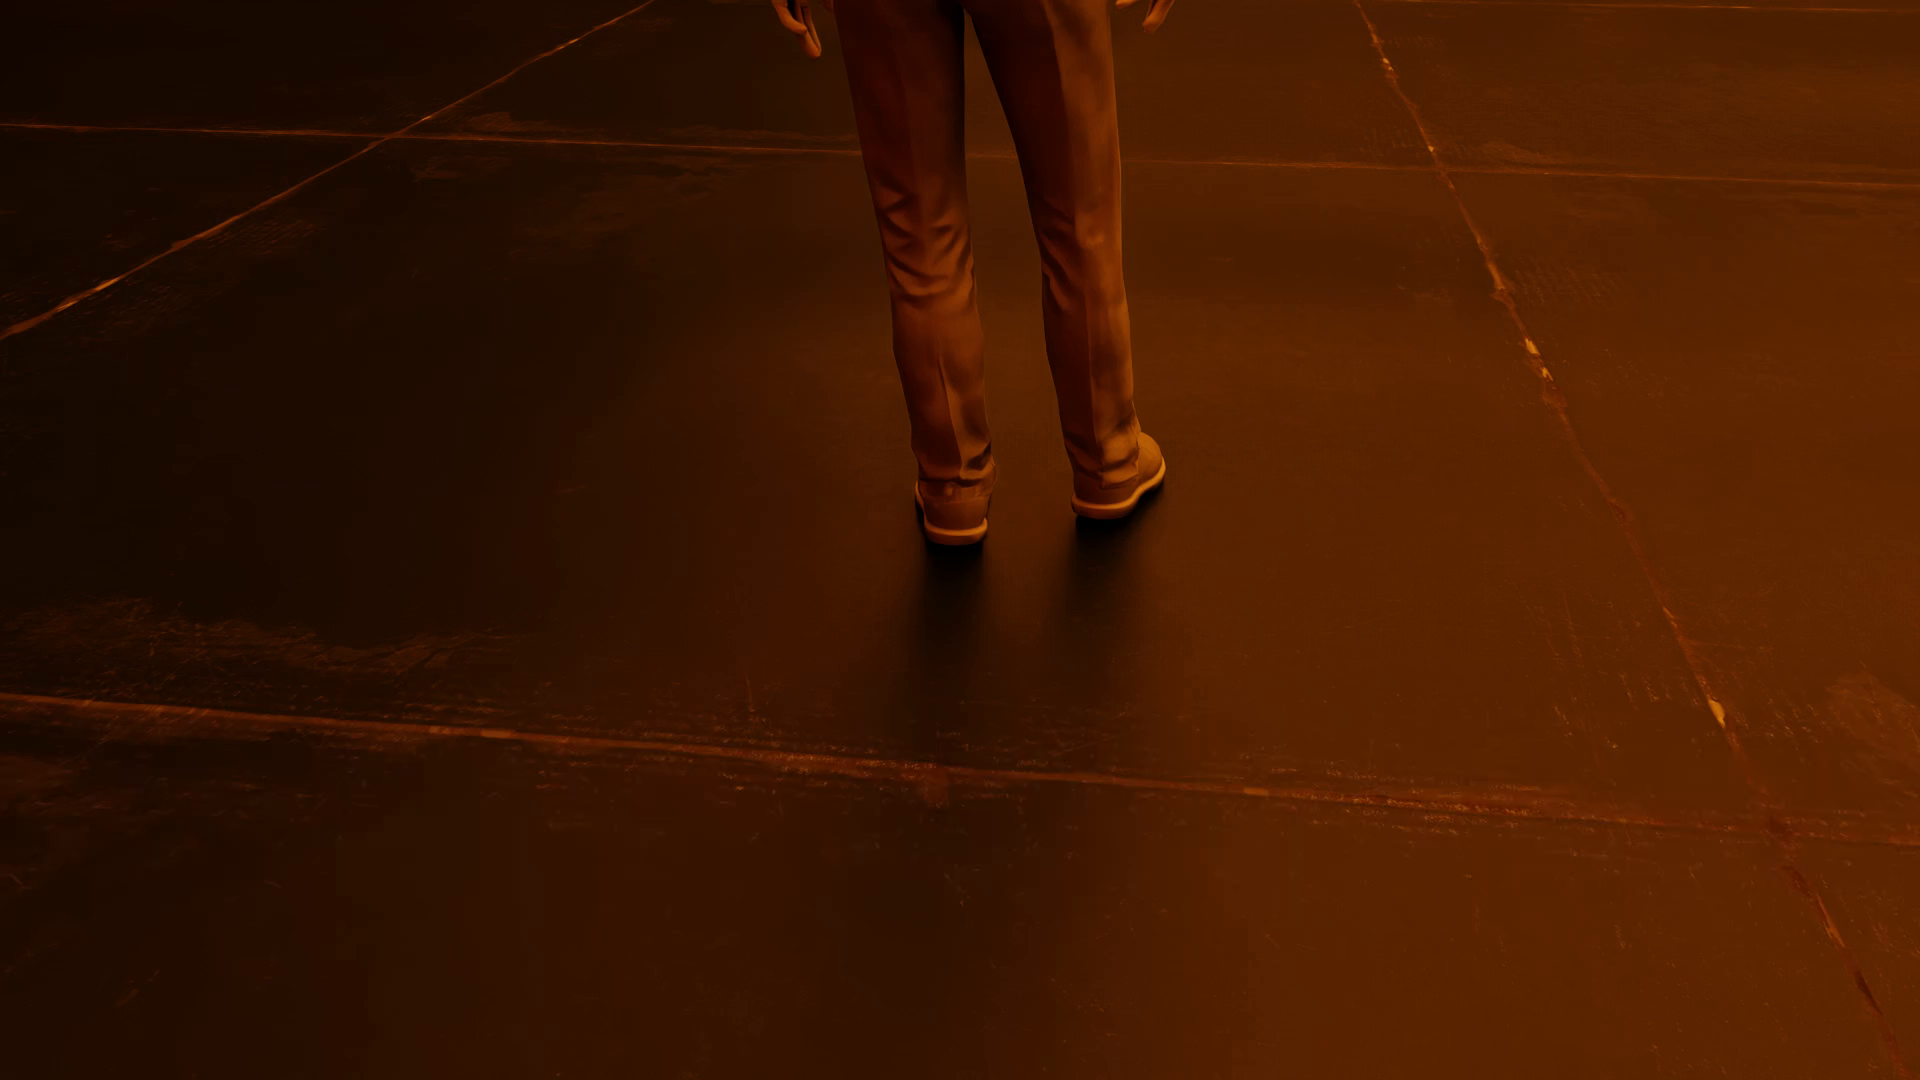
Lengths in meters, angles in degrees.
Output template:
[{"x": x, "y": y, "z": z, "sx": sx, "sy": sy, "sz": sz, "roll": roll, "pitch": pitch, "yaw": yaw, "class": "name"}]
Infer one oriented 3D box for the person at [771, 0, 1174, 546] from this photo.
[{"x": 0.016, "y": -0.795, "z": 2.179, "sx": 0.587, "sy": 1.694, "sz": 0.530, "roll": 3, "pitch": 27, "yaw": 7, "class": "person"}]
